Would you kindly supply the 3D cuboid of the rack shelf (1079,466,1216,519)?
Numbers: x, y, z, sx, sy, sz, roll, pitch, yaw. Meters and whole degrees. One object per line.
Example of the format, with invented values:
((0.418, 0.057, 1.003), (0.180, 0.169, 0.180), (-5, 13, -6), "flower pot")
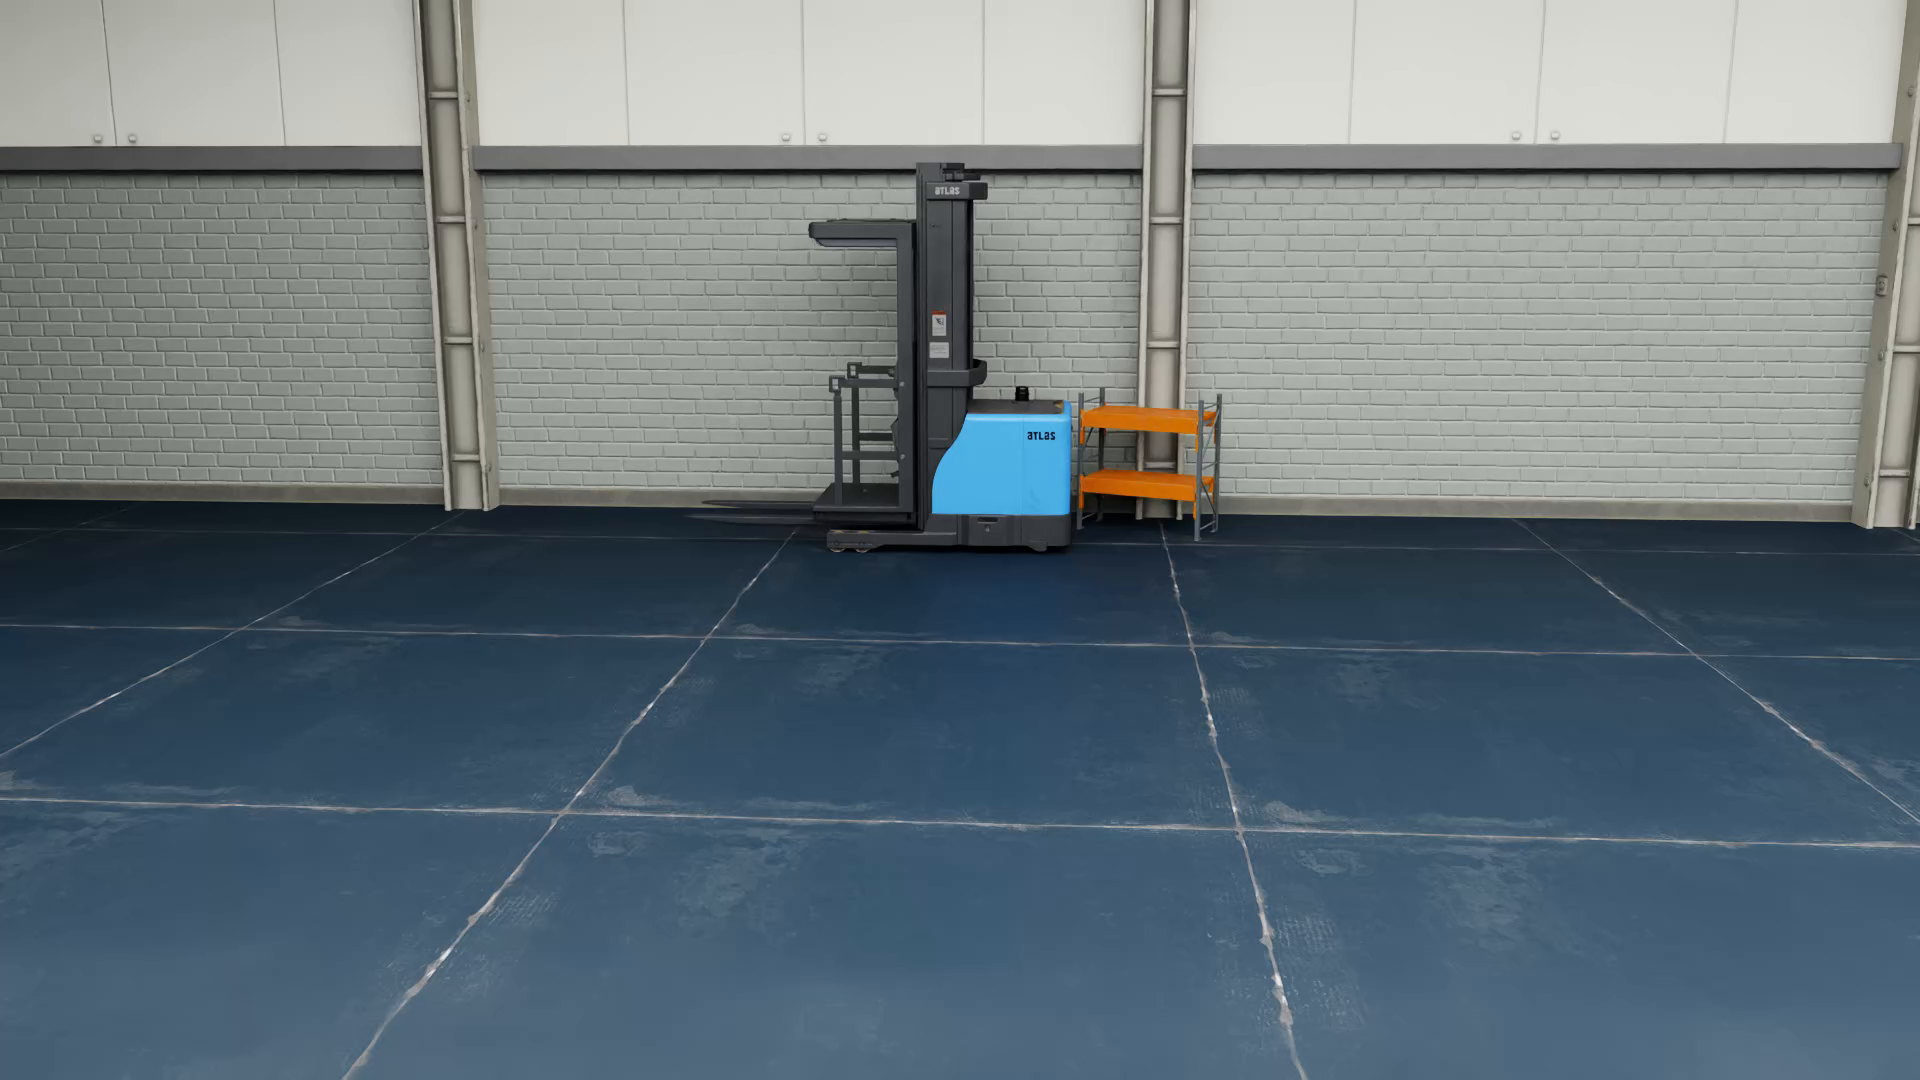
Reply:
((1.538, -0.396, 13.609), (1.000, 0.278, 0.538), (6, 13, 26), "rack shelf")

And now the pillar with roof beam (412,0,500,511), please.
((-4.577, -3.813, 9.517), (0.400, 9.000, 9.100), (1, 12, 4), "pillar with roof beam")

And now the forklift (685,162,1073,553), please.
((-0.628, -1.444, 13.013), (3.031, 2.935, 1.130), (1, 12, 4), "forklift")

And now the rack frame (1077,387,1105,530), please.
((1.084, -0.682, 13.783), (0.032, 1.125, 0.500), (6, 13, 26), "rack frame")

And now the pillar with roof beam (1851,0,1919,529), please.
((7.397, -3.649, 8.732), (0.400, 9.000, 9.100), (1, 12, 4), "pillar with roof beam")

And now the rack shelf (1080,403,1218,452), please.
((1.538, -0.922, 13.499), (1.000, 0.278, 0.538), (6, 13, 26), "rack shelf")

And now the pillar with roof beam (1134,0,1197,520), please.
((1.410, -3.731, 9.125), (0.400, 9.000, 9.100), (1, 12, 4), "pillar with roof beam")

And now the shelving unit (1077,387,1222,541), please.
((1.538, -0.636, 13.559), (1.048, 1.125, 0.538), (6, 13, 26), "shelving unit")

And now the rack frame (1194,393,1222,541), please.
((1.992, -0.589, 13.334), (0.032, 1.125, 0.500), (6, 13, 26), "rack frame")
